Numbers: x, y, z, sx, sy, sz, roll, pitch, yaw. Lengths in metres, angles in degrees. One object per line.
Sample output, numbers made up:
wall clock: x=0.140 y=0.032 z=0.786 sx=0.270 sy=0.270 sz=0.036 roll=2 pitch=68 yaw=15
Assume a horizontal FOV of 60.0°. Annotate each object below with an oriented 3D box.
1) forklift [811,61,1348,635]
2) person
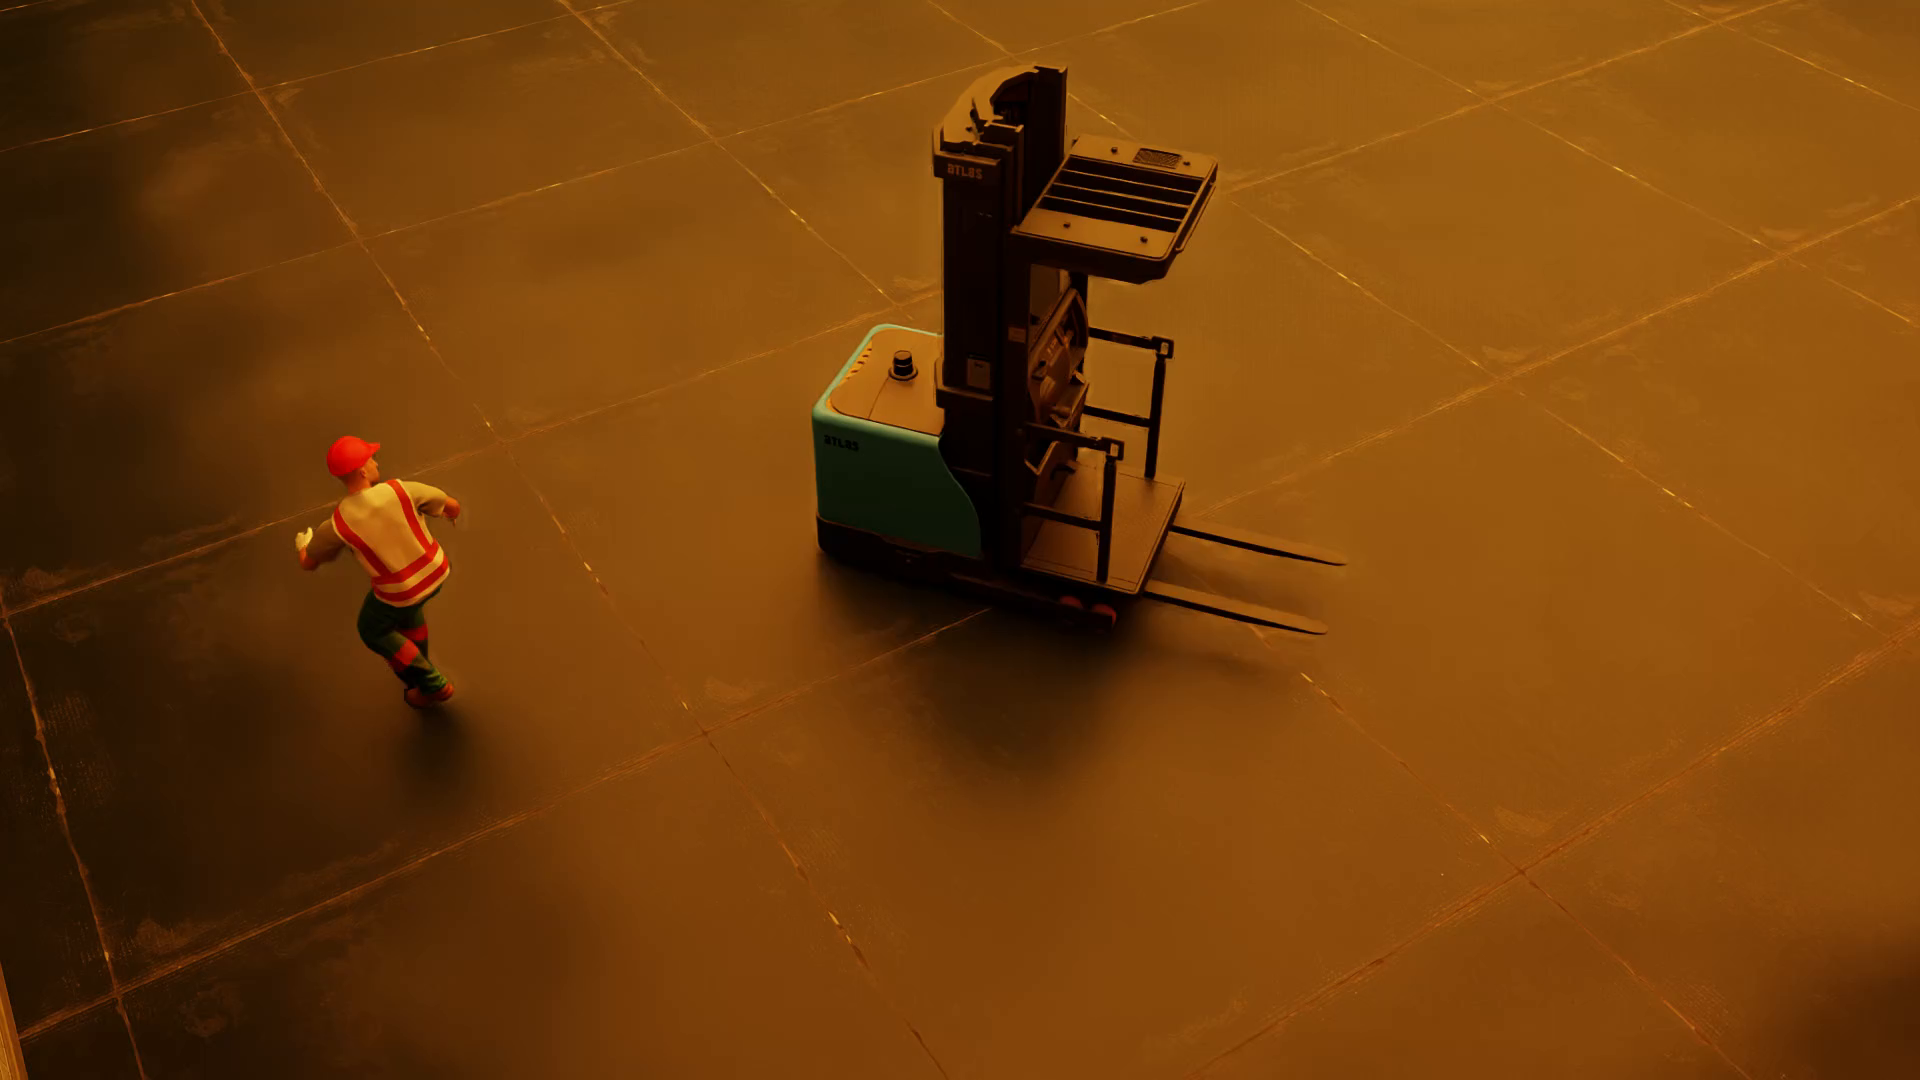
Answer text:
forklift: x=0.718 y=-0.973 z=8.985 sx=3.031 sy=2.935 sz=1.130 roll=14 pitch=43 yaw=15
person: x=-2.997 y=0.106 z=8.708 sx=0.784 sy=1.663 sz=0.859 roll=29 pitch=49 yaw=29
